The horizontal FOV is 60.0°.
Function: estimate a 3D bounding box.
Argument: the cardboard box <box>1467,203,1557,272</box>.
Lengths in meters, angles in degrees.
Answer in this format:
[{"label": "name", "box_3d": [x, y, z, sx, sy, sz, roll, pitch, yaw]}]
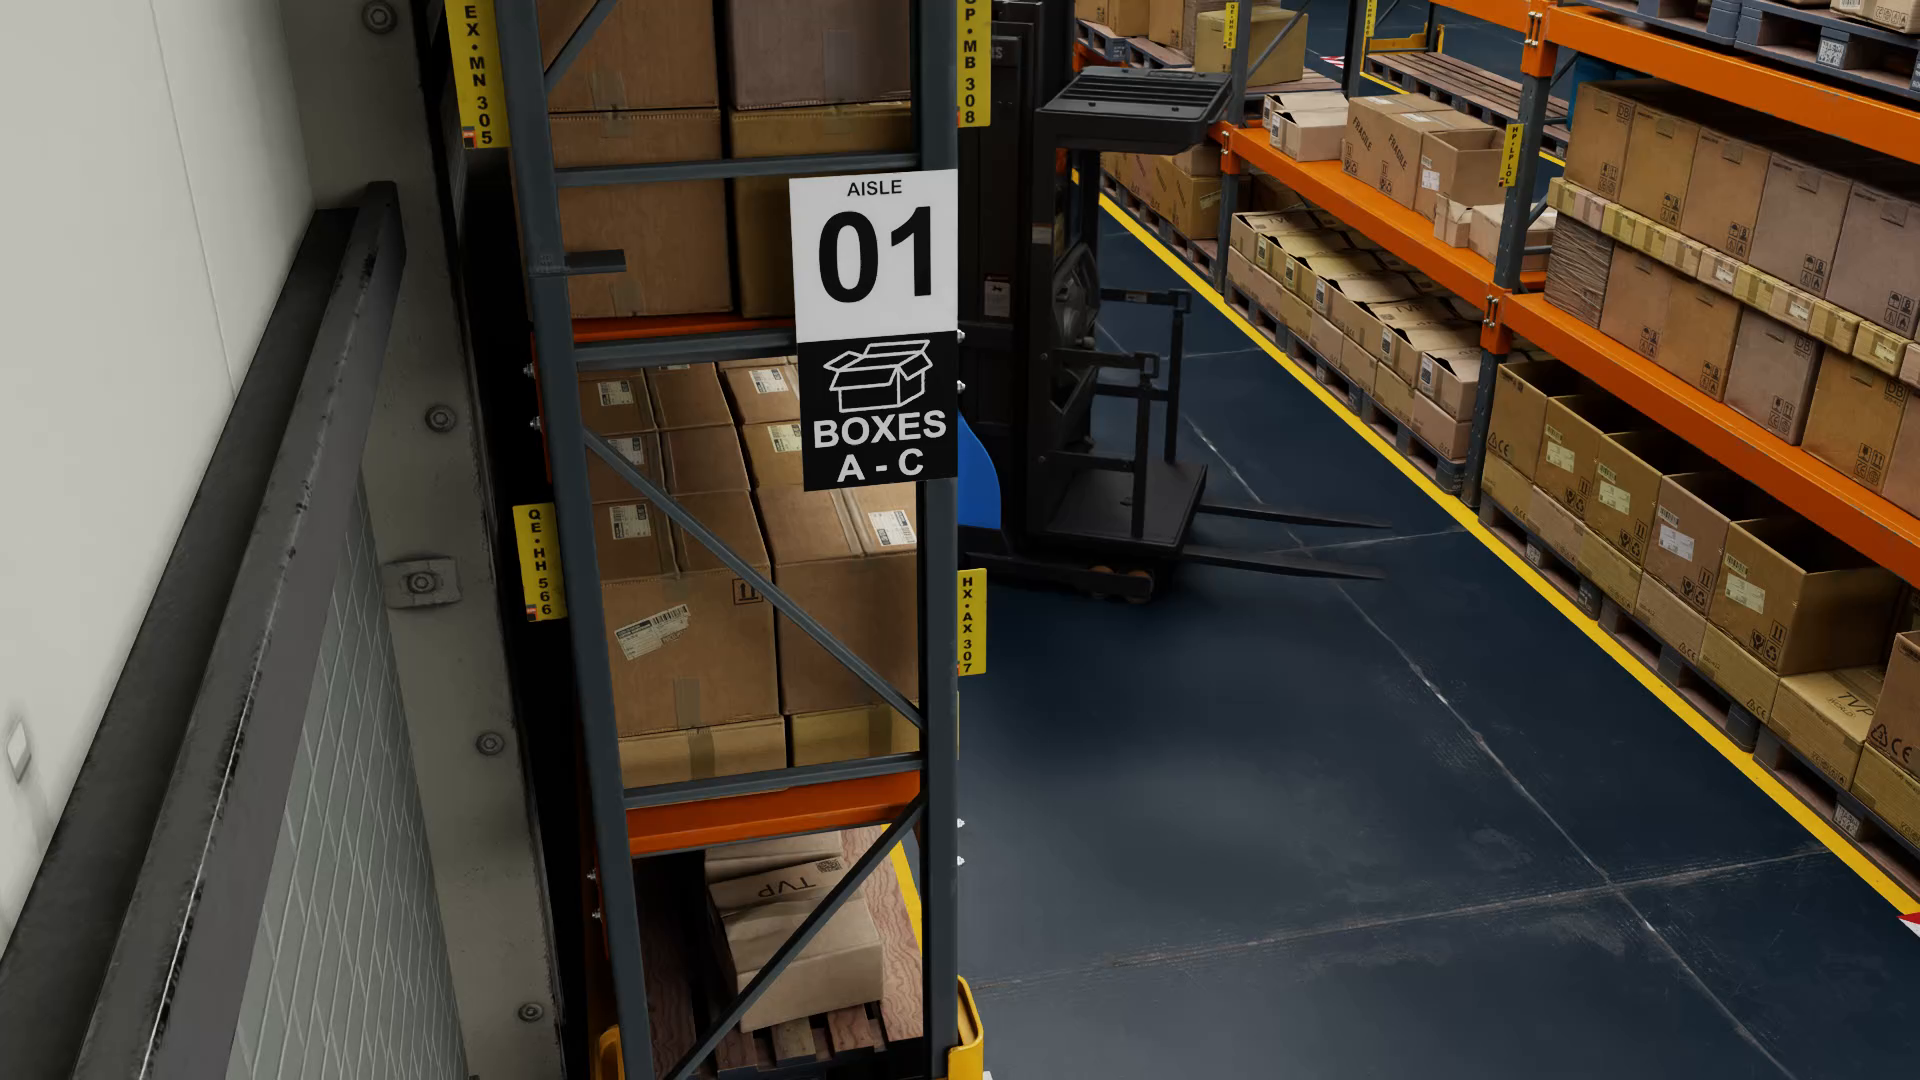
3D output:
[{"label": "cardboard box", "box_3d": [3.264, -1.738, 9.531, 0.500, 0.250, 0.500, -4, 27, -8]}]

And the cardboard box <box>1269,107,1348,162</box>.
[{"label": "cardboard box", "box_3d": [2.529, -2.897, 11.760, 0.500, 0.311, 0.500, -6, 27, -12]}]

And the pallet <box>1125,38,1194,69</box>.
[{"label": "pallet", "box_3d": [2.073, -4.117, 14.290, 1.003, 0.211, 1.213, -6, 27, -12]}]

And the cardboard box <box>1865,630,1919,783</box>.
[{"label": "cardboard box", "box_3d": [3.908, 0.663, 6.361, 0.500, 0.500, 0.500, -6, 27, -12]}]

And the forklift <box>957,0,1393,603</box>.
[{"label": "forklift", "box_3d": [0.784, -1.249, 8.471, 3.031, 2.935, 1.130, 7, 28, 14]}]

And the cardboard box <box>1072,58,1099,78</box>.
[{"label": "cardboard box", "box_3d": [1.186, -5.011, 18.132, 0.797, 0.503, 0.637, -6, 27, -12]}]

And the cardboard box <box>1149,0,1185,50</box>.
[{"label": "cardboard box", "box_3d": [2.073, -4.568, 14.394, 0.700, 0.500, 0.500, -13, 30, -25]}]

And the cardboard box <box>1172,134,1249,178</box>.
[{"label": "cardboard box", "box_3d": [2.060, -3.175, 13.666, 0.500, 0.250, 0.500, -5, 27, -10]}]

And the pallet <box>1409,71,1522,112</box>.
[{"label": "pallet", "box_3d": [5.959, -5.217, 19.352, 1.003, 0.211, 1.213, -6, 27, -12]}]

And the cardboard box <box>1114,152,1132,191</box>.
[{"label": "cardboard box", "box_3d": [1.723, -3.495, 15.132, 0.500, 0.500, 0.500, -6, 27, -11]}]

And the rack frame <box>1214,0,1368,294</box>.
[{"label": "rack frame", "box_3d": [2.516, -3.349, 12.557, 1.000, 3.000, 0.127, -6, 27, -12]}]

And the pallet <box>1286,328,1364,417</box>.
[{"label": "pallet", "box_3d": [2.935, -1.204, 11.402, 1.003, 0.211, 1.213, -6, 27, -12]}]

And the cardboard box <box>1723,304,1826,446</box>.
[{"label": "cardboard box", "box_3d": [3.875, -0.767, 7.330, 0.700, 0.500, 0.500, -5, 27, -10]}]

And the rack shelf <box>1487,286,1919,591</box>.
[{"label": "rack shelf", "box_3d": [3.868, -0.394, 7.500, 1.077, 0.370, 4.000, -6, 27, -12]}]

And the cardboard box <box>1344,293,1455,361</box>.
[{"label": "cardboard box", "box_3d": [2.813, -1.399, 10.656, 0.500, 0.311, 0.500, -6, 27, -12]}]

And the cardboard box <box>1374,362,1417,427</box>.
[{"label": "cardboard box", "box_3d": [2.929, -0.928, 10.345, 0.500, 0.250, 0.500, -6, 27, -12]}]

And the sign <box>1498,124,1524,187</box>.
[{"label": "sign", "box_3d": [2.891, -2.015, 8.717, 0.100, 0.325, 0.005, -6, 27, -12]}]

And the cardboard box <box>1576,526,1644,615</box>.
[{"label": "cardboard box", "box_3d": [3.442, 0.121, 8.266, 0.500, 0.250, 0.500, -6, 27, -12]}]

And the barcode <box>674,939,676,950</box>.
[{"label": "barcode", "box_3d": [-0.969, 1.387, 5.658, 0.001, 0.075, 0.075, -6, 27, -12]}]

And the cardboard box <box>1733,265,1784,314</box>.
[{"label": "cardboard box", "box_3d": [3.642, -1.110, 7.290, 0.380, 0.149, 0.250, -6, 27, -12]}]

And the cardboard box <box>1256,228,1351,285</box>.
[{"label": "cardboard box", "box_3d": [2.474, -2.070, 11.985, 0.500, 0.311, 0.500, -7, 28, -13]}]

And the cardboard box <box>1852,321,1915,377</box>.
[{"label": "cardboard box", "box_3d": [3.815, -0.773, 6.621, 0.380, 0.149, 0.250, -5, 27, -10]}]

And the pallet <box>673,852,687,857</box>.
[{"label": "pallet", "box_3d": [-0.944, 0.984, 7.066, 1.003, 0.211, 1.213, -6, 27, -12]}]

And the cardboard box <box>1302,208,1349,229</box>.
[{"label": "cardboard box", "box_3d": [2.874, -2.355, 12.549, 0.500, 0.311, 0.500, -5, 27, -10]}]

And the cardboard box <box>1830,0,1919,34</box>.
[{"label": "cardboard box", "box_3d": [3.677, -2.109, 6.249, 0.500, 0.311, 0.500, -3, 27, -6]}]

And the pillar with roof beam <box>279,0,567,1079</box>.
[{"label": "pillar with roof beam", "box_3d": [2.687, -2.667, 4.548, 9.100, 9.000, 0.400, -6, 27, -12]}]

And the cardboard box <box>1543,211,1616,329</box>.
[{"label": "cardboard box", "box_3d": [3.524, -1.444, 8.670, 0.700, 0.500, 0.500, -7, 28, -13]}]

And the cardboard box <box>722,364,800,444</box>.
[{"label": "cardboard box", "box_3d": [-0.533, -0.295, 5.817, 0.500, 0.500, 0.500, -7, 28, -13]}]

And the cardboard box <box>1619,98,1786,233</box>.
[{"label": "cardboard box", "box_3d": [3.639, -1.801, 7.939, 0.700, 0.500, 0.500, -6, 27, -12]}]

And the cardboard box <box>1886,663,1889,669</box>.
[{"label": "cardboard box", "box_3d": [4.298, 0.726, 7.069, 0.500, 0.250, 0.500, -6, 27, -12]}]

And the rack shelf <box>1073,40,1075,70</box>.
[{"label": "rack shelf", "box_3d": [1.164, -5.662, 17.937, 1.077, 0.370, 4.000, -6, 27, -12]}]

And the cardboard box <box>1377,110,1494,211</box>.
[{"label": "cardboard box", "box_3d": [3.029, -2.428, 10.620, 0.500, 0.500, 0.500, -6, 27, -12]}]

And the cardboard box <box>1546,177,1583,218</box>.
[{"label": "cardboard box", "box_3d": [3.289, -1.790, 8.636, 0.380, 0.149, 0.250, -6, 27, -12]}]

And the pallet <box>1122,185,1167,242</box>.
[{"label": "pallet", "box_3d": [2.113, -2.970, 14.901, 1.003, 0.211, 1.213, -6, 27, -12]}]

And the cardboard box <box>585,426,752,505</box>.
[{"label": "cardboard box", "box_3d": [-0.924, -0.017, 5.266, 0.500, 0.500, 0.500, -6, 27, -11]}]

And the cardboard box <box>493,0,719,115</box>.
[{"label": "cardboard box", "box_3d": [-0.858, -1.334, 3.993, 0.500, 0.500, 0.500, -5, 27, -9]}]

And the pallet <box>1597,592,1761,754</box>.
[{"label": "pallet", "box_3d": [3.834, 0.542, 7.942, 1.003, 0.211, 1.213, -6, 27, -12]}]

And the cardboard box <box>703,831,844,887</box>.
[{"label": "cardboard box", "box_3d": [-0.703, 1.108, 6.221, 0.500, 0.311, 0.500, -4, 27, -7]}]

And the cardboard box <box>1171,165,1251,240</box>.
[{"label": "cardboard box", "box_3d": [2.076, -2.816, 13.787, 0.500, 0.500, 0.500, -5, 27, -10]}]

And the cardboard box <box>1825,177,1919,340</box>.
[{"label": "cardboard box", "box_3d": [3.976, -1.142, 6.633, 0.700, 0.500, 0.500, -6, 27, -11]}]

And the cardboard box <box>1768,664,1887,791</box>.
[{"label": "cardboard box", "box_3d": [3.786, 0.779, 6.963, 0.500, 0.250, 0.500, -6, 27, -12]}]

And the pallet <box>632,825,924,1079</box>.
[{"label": "pallet", "box_3d": [-0.672, 1.519, 6.007, 1.003, 0.211, 1.213, -6, 27, -12]}]

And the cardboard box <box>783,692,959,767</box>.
[{"label": "cardboard box", "box_3d": [-0.307, 0.479, 5.116, 0.500, 0.250, 0.500, -7, 28, -13]}]

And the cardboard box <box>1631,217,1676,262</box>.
[{"label": "cardboard box", "box_3d": [3.466, -1.451, 7.966, 0.380, 0.149, 0.250, -6, 27, -12]}]

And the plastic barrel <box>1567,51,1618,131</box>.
[{"label": "plastic barrel", "box_3d": [6.547, -4.617, 16.930, 0.600, 0.901, 0.708, -6, 27, -12]}]

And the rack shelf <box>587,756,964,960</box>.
[{"label": "rack shelf", "box_3d": [-0.957, 0.111, 6.500, 1.077, 0.370, 4.000, -6, 27, -12]}]

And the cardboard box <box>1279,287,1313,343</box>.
[{"label": "cardboard box", "box_3d": [2.585, -1.601, 11.679, 0.500, 0.250, 0.500, -7, 28, -13]}]

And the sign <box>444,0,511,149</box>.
[{"label": "sign", "box_3d": [-1.052, -1.019, 3.629, 0.100, 0.325, 0.005, -6, 27, -12]}]

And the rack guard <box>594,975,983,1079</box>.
[{"label": "rack guard", "box_3d": [-0.524, 1.750, 5.228, 1.175, 0.500, 0.348, -6, 27, -12]}]

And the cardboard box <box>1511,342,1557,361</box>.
[{"label": "cardboard box", "box_3d": [3.567, -1.010, 9.886, 0.500, 0.311, 0.500, -6, 27, -11]}]

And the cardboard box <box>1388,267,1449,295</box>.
[{"label": "cardboard box", "box_3d": [3.219, -1.685, 11.223, 0.500, 0.311, 0.500, -5, 27, -10]}]

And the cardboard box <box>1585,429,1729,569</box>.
[{"label": "cardboard box", "box_3d": [3.442, -0.214, 8.097, 0.500, 0.500, 0.500, -6, 27, -12]}]

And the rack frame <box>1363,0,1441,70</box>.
[{"label": "rack frame", "box_3d": [5.540, -7.363, 20.508, 1.000, 3.000, 0.127, -6, 27, -12]}]
